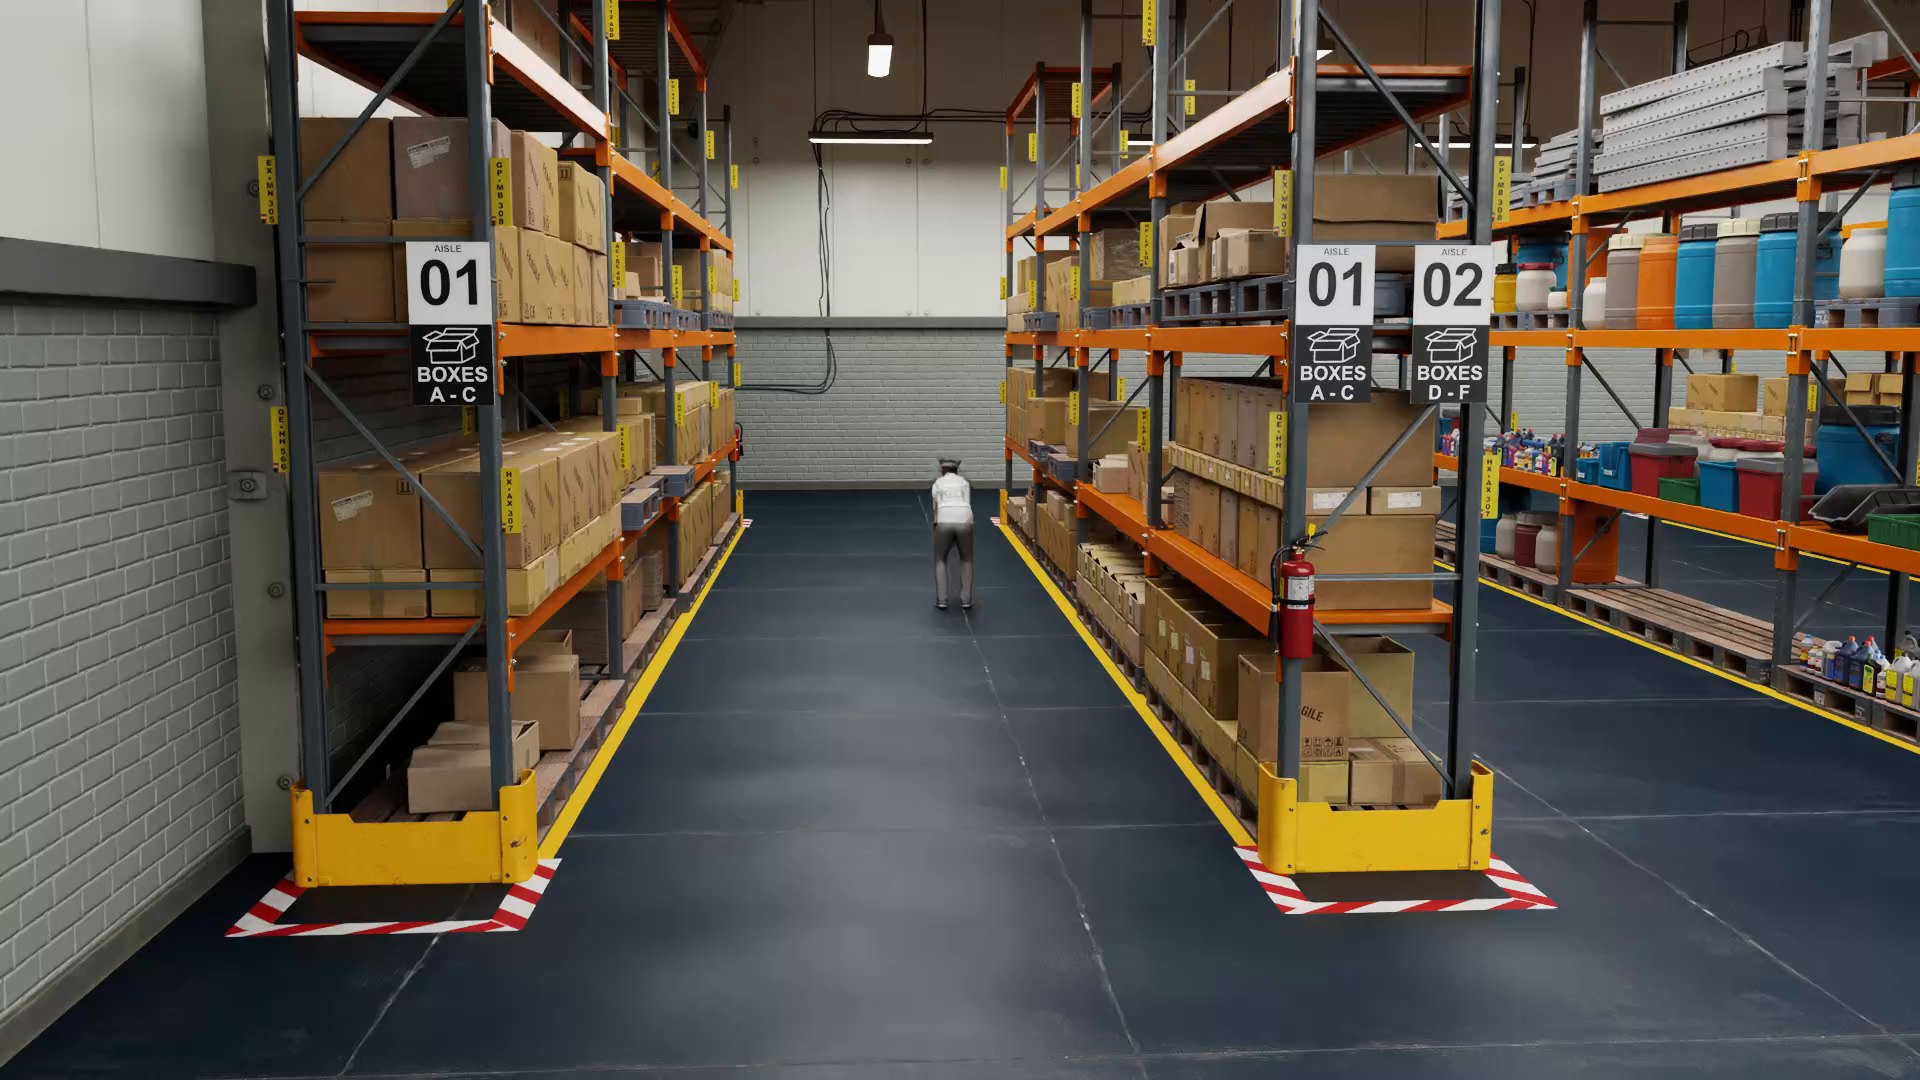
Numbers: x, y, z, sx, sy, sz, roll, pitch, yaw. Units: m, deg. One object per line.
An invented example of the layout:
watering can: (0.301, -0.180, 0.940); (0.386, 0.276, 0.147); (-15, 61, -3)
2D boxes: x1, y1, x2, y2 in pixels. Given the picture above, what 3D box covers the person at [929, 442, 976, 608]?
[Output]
person: (-0.071, -0.148, 16.875); (0.484, 1.680, 0.402); (-1, 7, -5)
